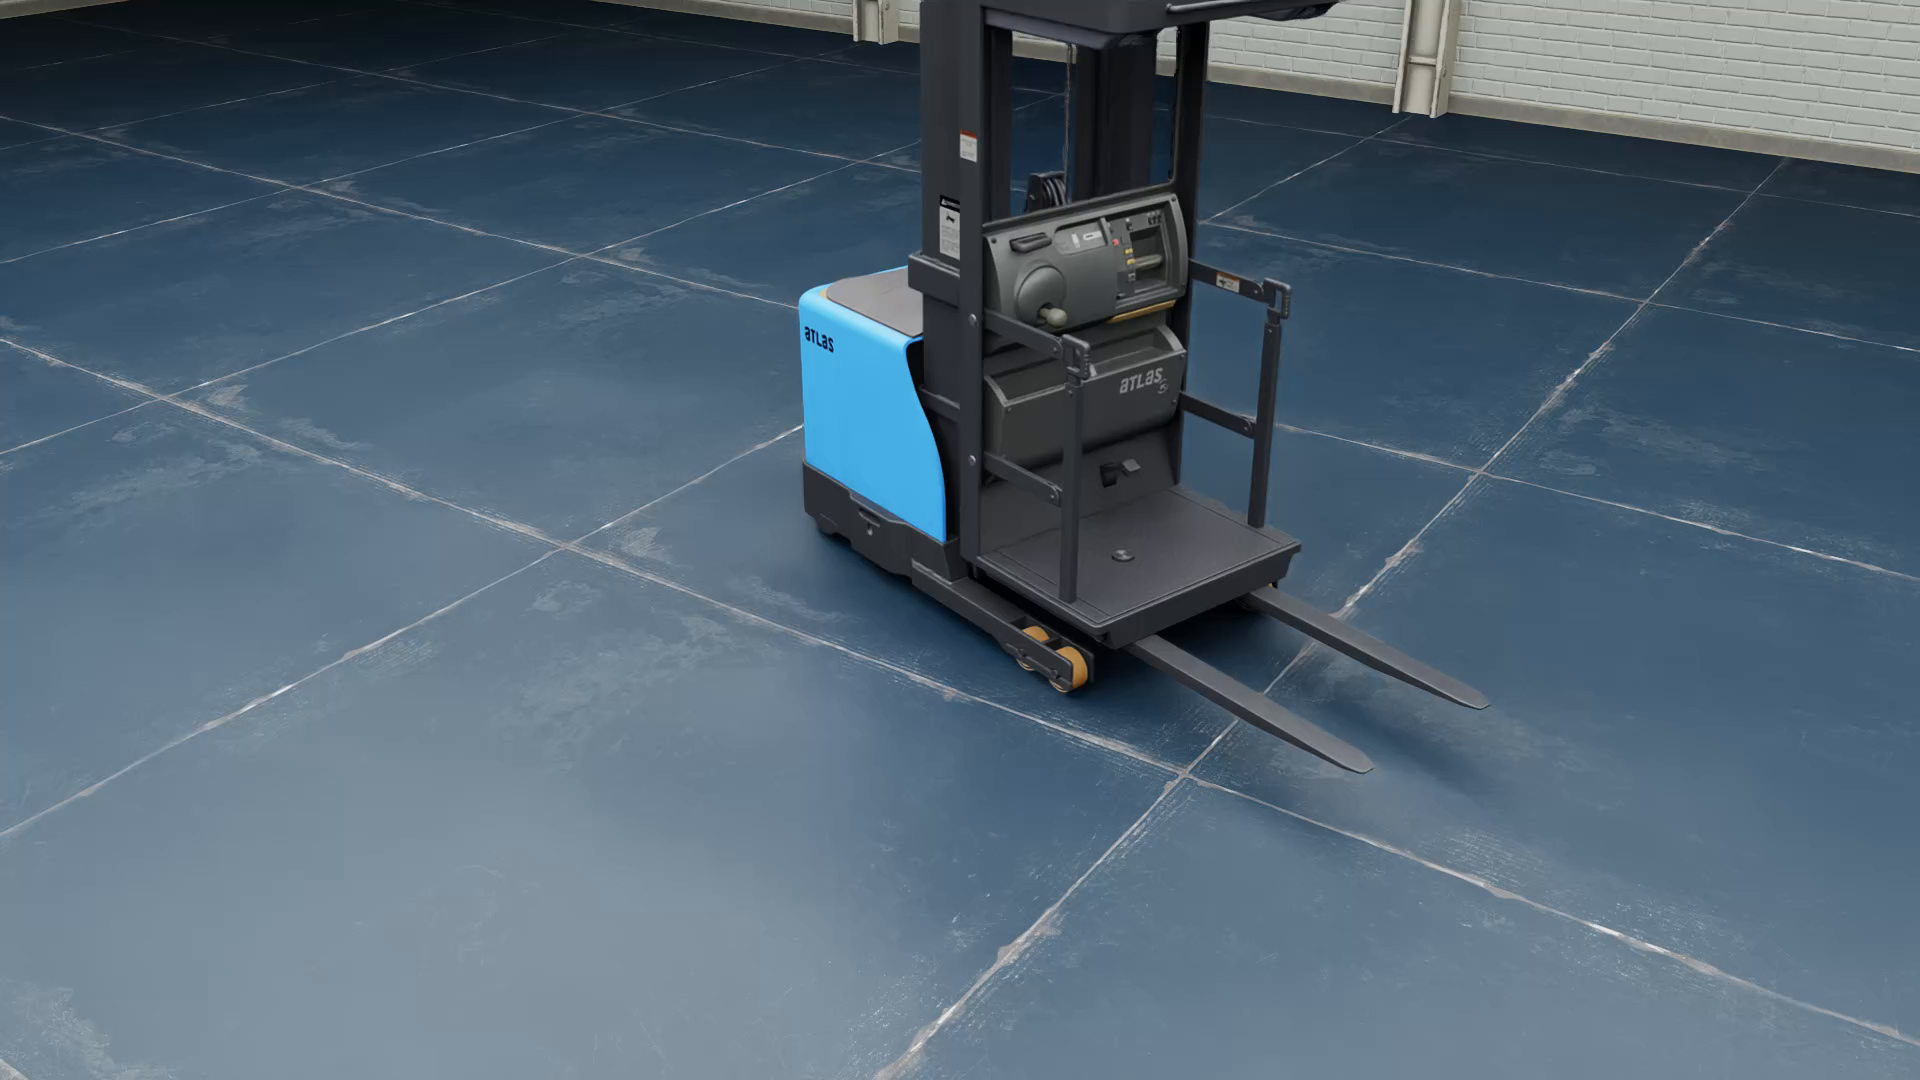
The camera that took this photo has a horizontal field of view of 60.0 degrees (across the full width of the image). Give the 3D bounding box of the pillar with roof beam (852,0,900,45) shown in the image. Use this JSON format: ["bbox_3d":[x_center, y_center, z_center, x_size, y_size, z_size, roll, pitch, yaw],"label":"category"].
[{"bbox_3d":[-3.325,-7.719,12.497,0.400,9.000,9.100,17,32,30],"label":"pillar with roof beam"}]

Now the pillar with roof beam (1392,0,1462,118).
[{"bbox_3d":[1.621,-6.179,9.469,0.400,9.000,9.100,17,32,30],"label":"pillar with roof beam"}]

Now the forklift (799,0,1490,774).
[{"bbox_3d":[0.614,-0.998,5.980,1.130,2.935,3.031,-20,33,-33],"label":"forklift"}]
